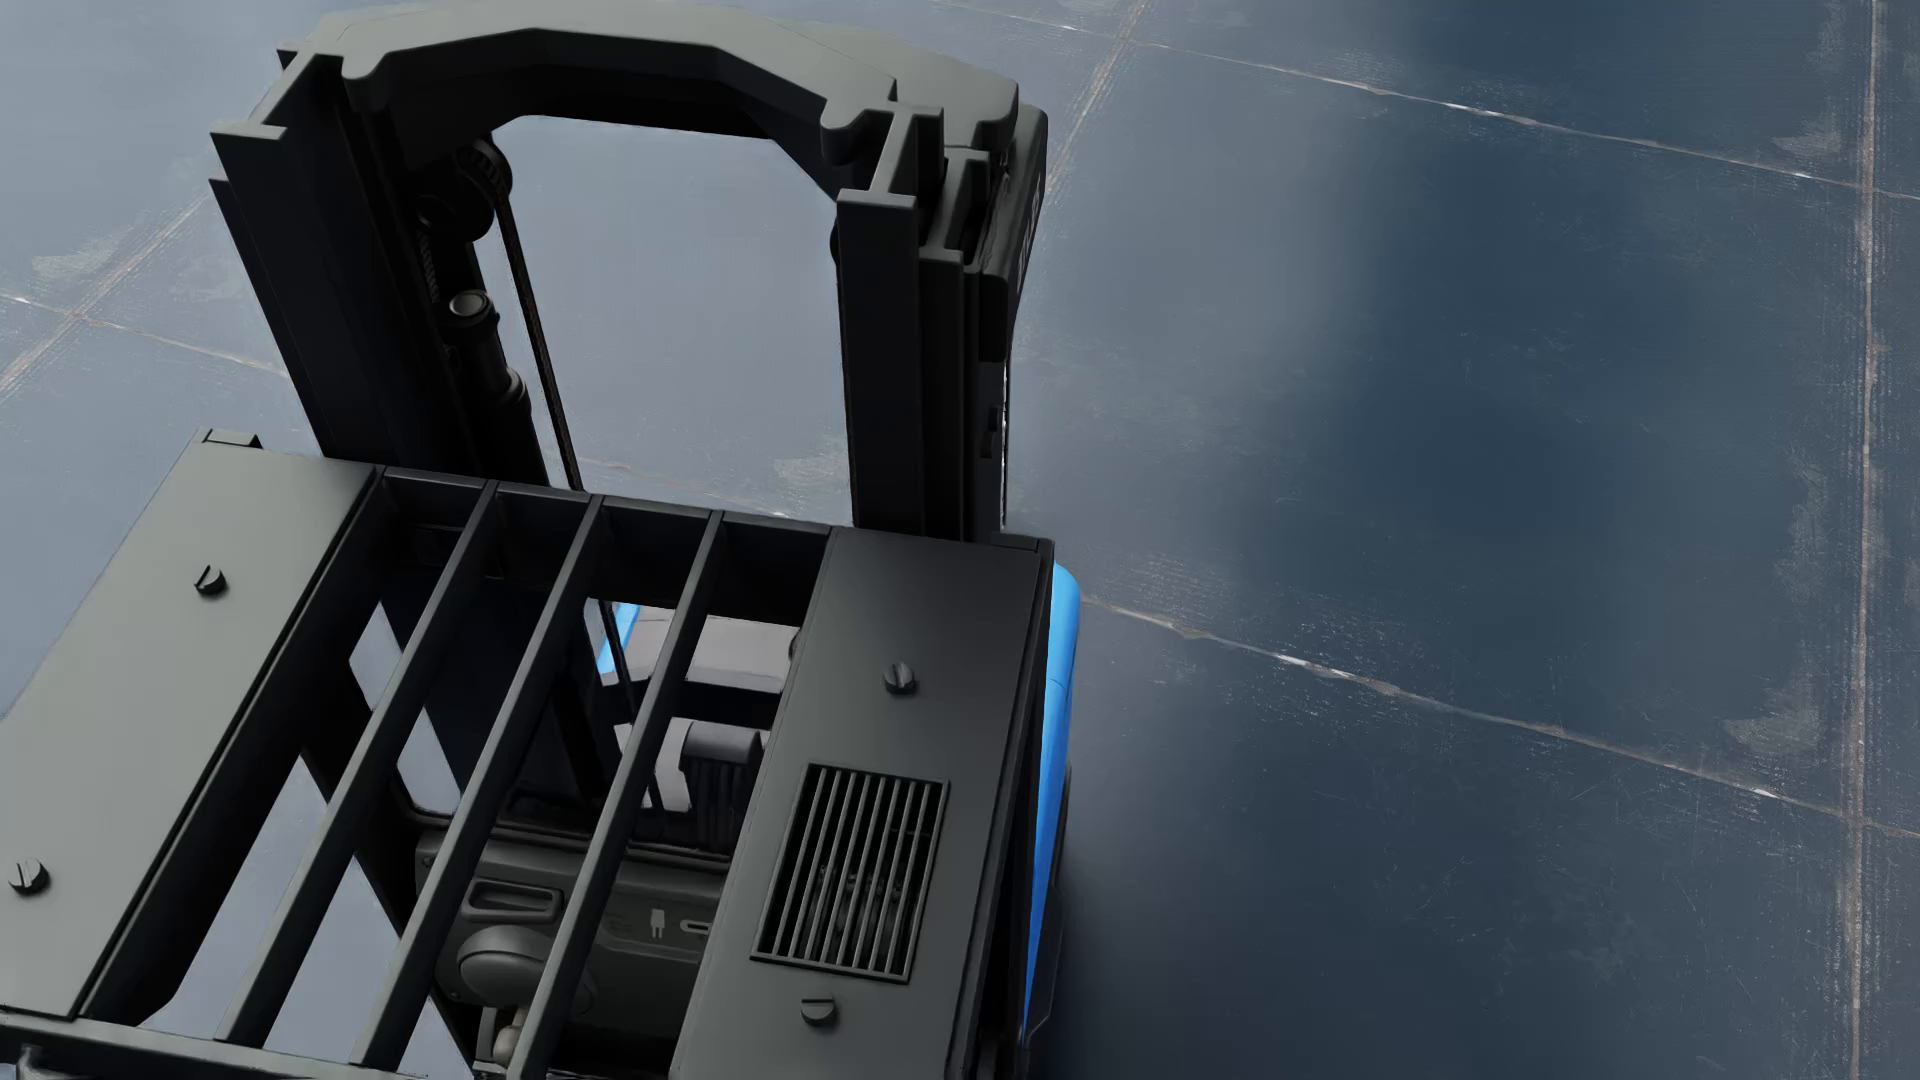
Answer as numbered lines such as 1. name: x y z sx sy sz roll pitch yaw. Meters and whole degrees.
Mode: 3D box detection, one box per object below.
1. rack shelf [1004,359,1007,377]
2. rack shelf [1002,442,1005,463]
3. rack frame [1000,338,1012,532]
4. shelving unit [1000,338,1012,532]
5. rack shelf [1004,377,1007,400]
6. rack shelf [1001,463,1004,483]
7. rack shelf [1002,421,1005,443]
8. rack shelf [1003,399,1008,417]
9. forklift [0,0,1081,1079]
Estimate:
1. rack shelf: 0.008 -0.448 4.729 0.200 0.077 0.258 16 51 13
2. rack shelf: 0.008 -0.212 5.001 0.200 0.077 0.258 16 51 13
3. rack frame: 0.103 -0.266 4.885 0.006 0.900 0.240 16 51 13
4. shelving unit: 0.008 -0.293 4.908 0.210 0.900 0.258 16 51 13
5. rack shelf: 0.008 -0.389 4.797 0.200 0.077 0.258 16 51 13
6. rack shelf: 0.008 -0.153 5.069 0.200 0.077 0.258 16 51 13
7. rack shelf: 0.008 -0.271 4.933 0.200 0.077 0.258 16 51 13
8. rack shelf: 0.008 -0.330 4.865 0.200 0.077 0.258 16 51 13
9. forklift: -0.473 0.829 2.592 1.130 2.935 3.031 8 50 6
